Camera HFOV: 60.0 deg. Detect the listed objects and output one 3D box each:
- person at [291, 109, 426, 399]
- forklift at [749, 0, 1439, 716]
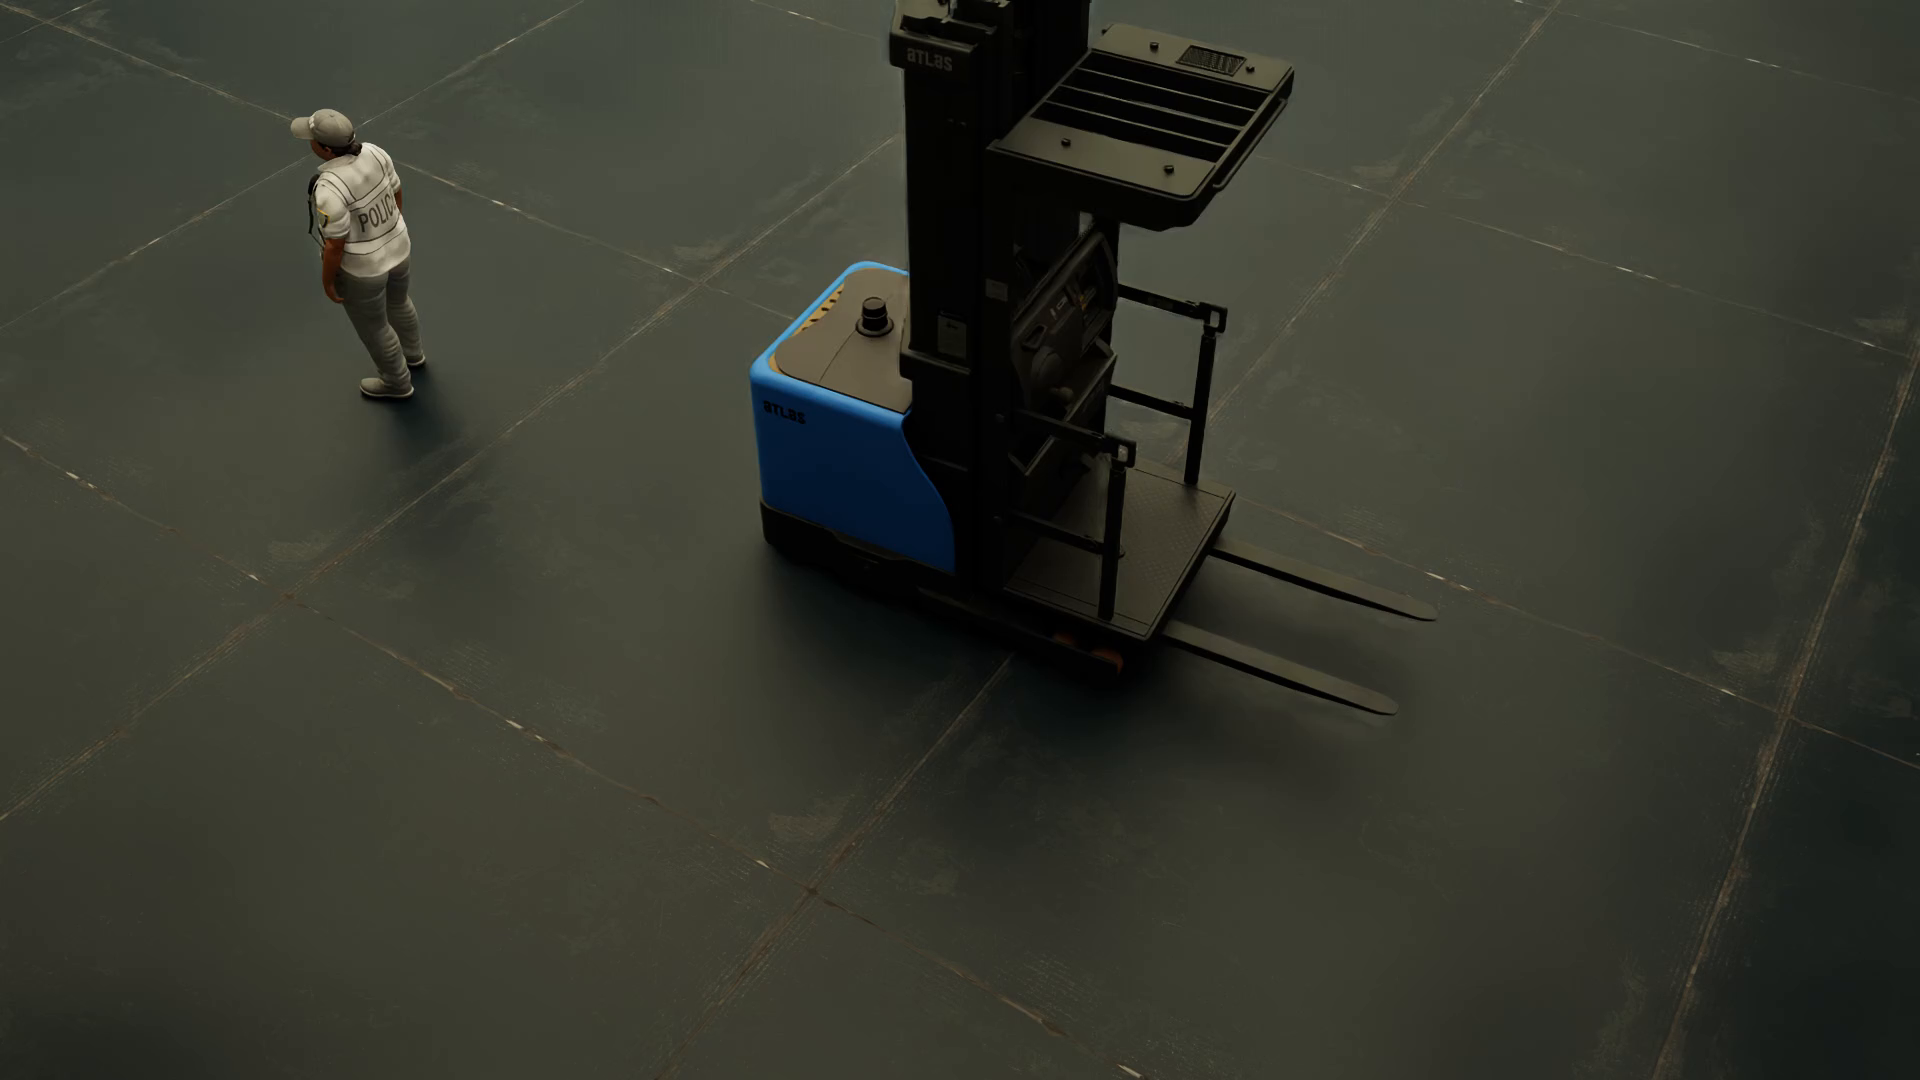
[{"bbox_3d":[-2.996,-1.425,8.261,0.530,1.670,0.598,16,46,16],"label":"person"},{"bbox_3d":[0.612,-0.858,6.753,3.031,2.935,1.130,20,47,19],"label":"forklift"}]
